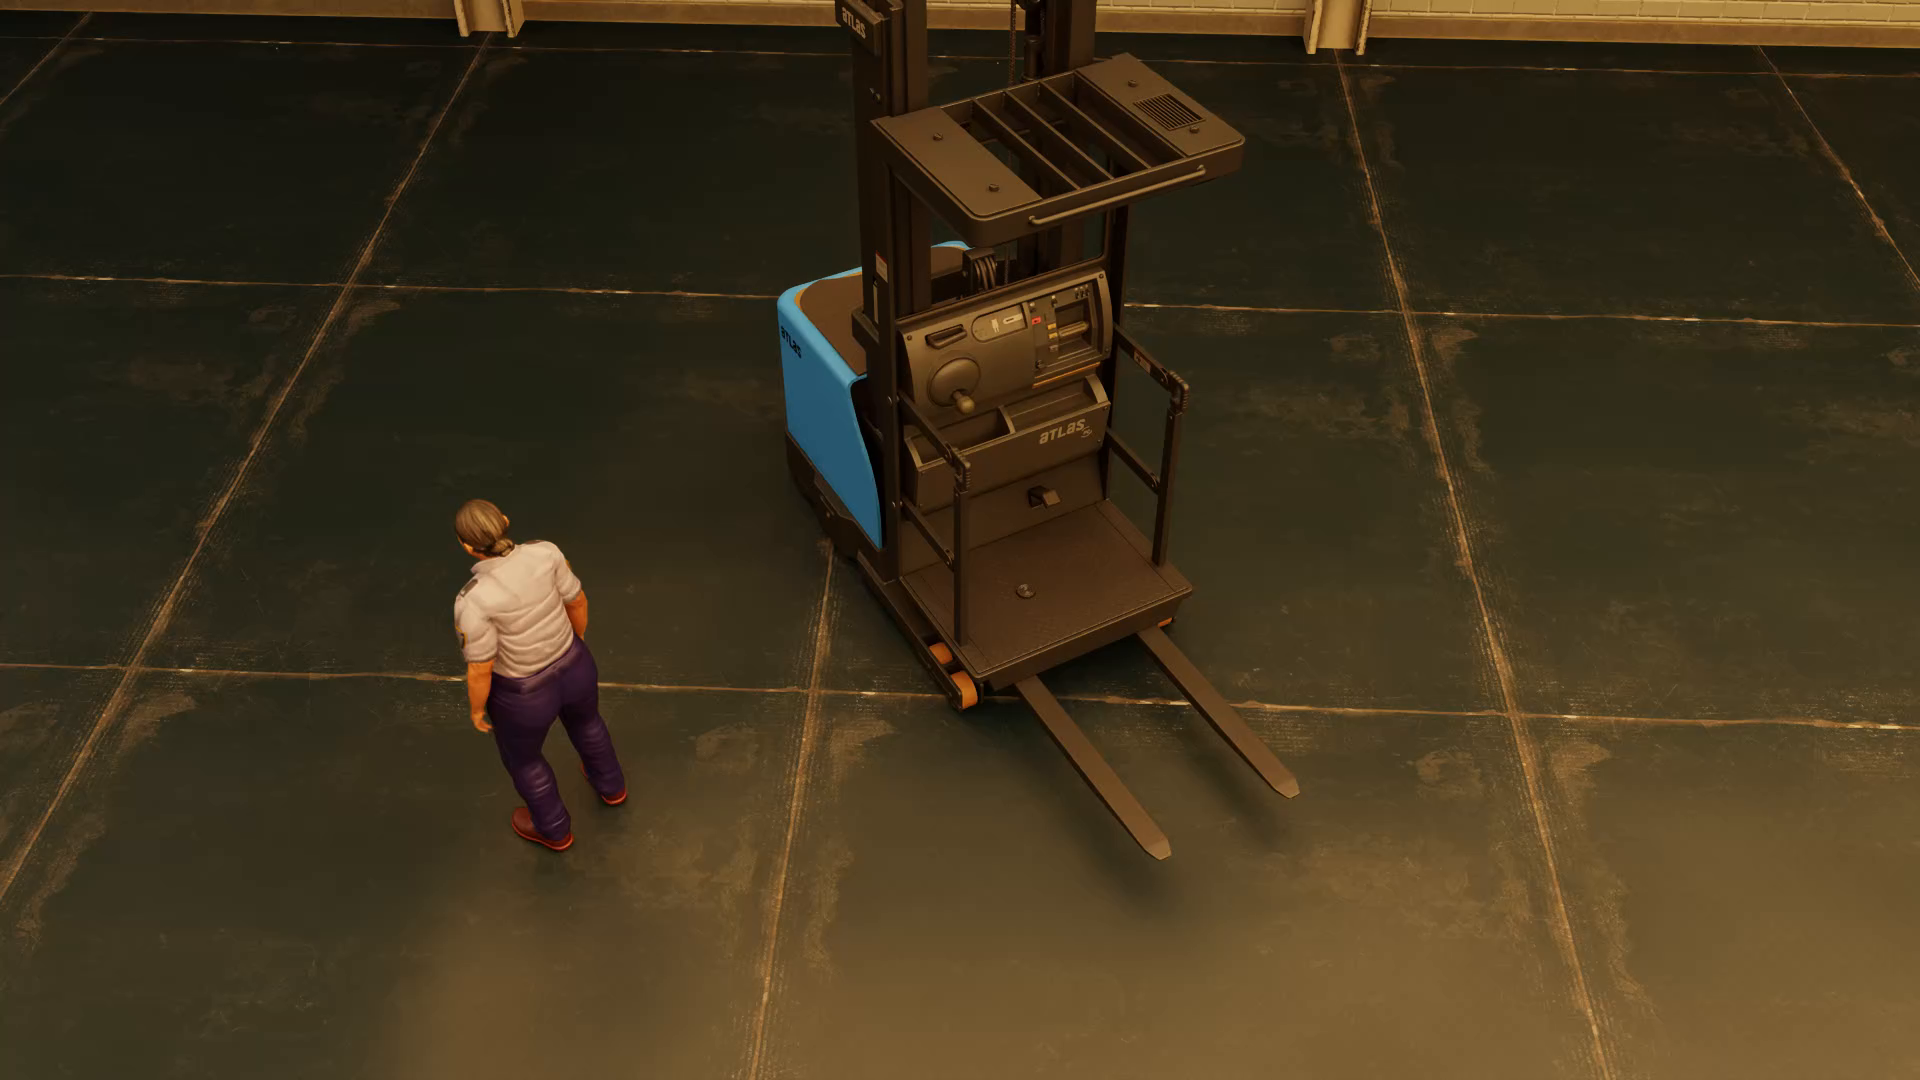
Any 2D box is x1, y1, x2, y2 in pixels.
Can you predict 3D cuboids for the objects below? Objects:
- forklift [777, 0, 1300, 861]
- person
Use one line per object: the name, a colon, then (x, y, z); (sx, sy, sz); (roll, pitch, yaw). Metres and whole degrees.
forklift: (0.306, -0.711, 6.522); (1.130, 2.935, 3.031); (-21, 46, -21)
person: (-1.560, 0.502, 6.143); (0.366, 1.652, 0.562); (30, 50, 28)
